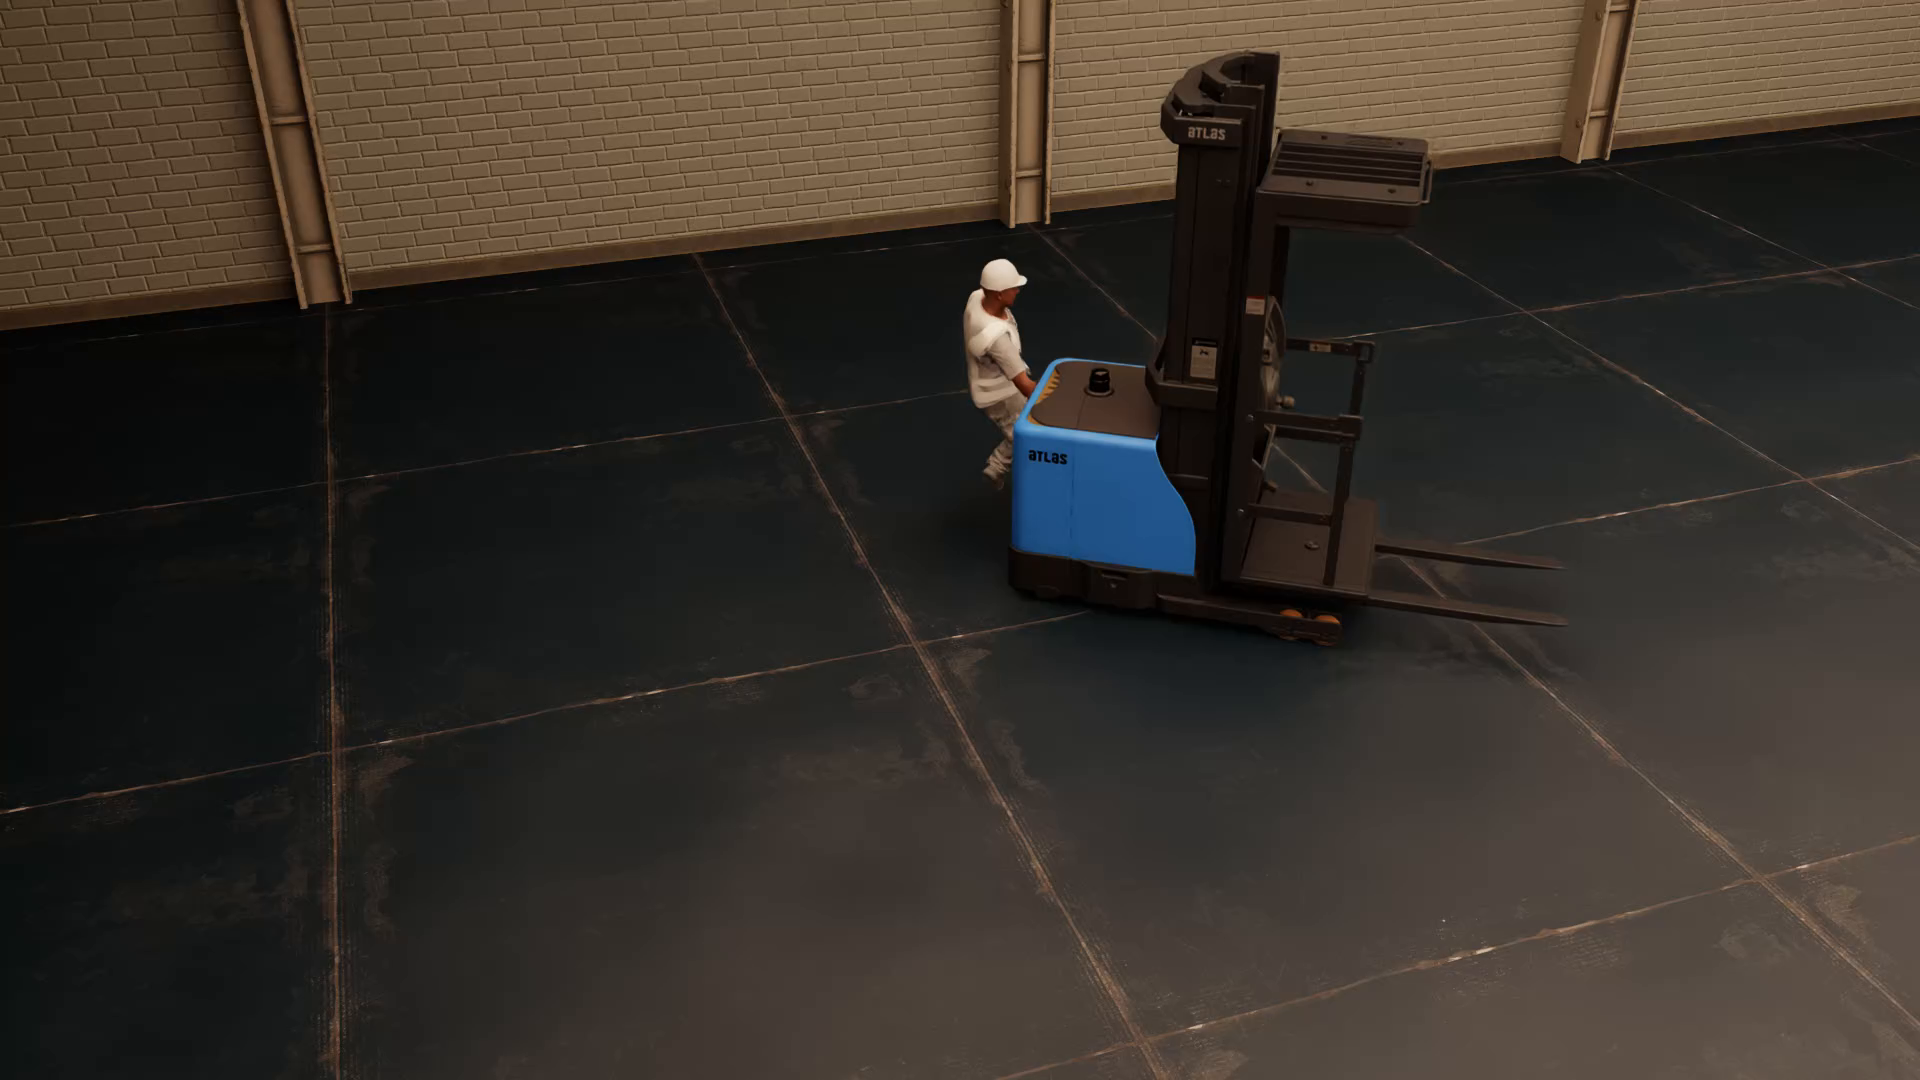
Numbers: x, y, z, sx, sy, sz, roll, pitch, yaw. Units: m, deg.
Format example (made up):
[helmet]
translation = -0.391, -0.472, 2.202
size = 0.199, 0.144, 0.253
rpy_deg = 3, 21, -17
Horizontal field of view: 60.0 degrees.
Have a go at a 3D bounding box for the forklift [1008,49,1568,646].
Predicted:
[forklift]
translation = 1.849, -0.991, 8.810
size = 3.031, 2.935, 1.130
rpy_deg = 8, 31, 14

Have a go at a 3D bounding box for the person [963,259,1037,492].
[person]
translation = 0.387, -0.882, 9.904
size = 0.717, 1.672, 0.786
rpy_deg = -2, 30, -4
